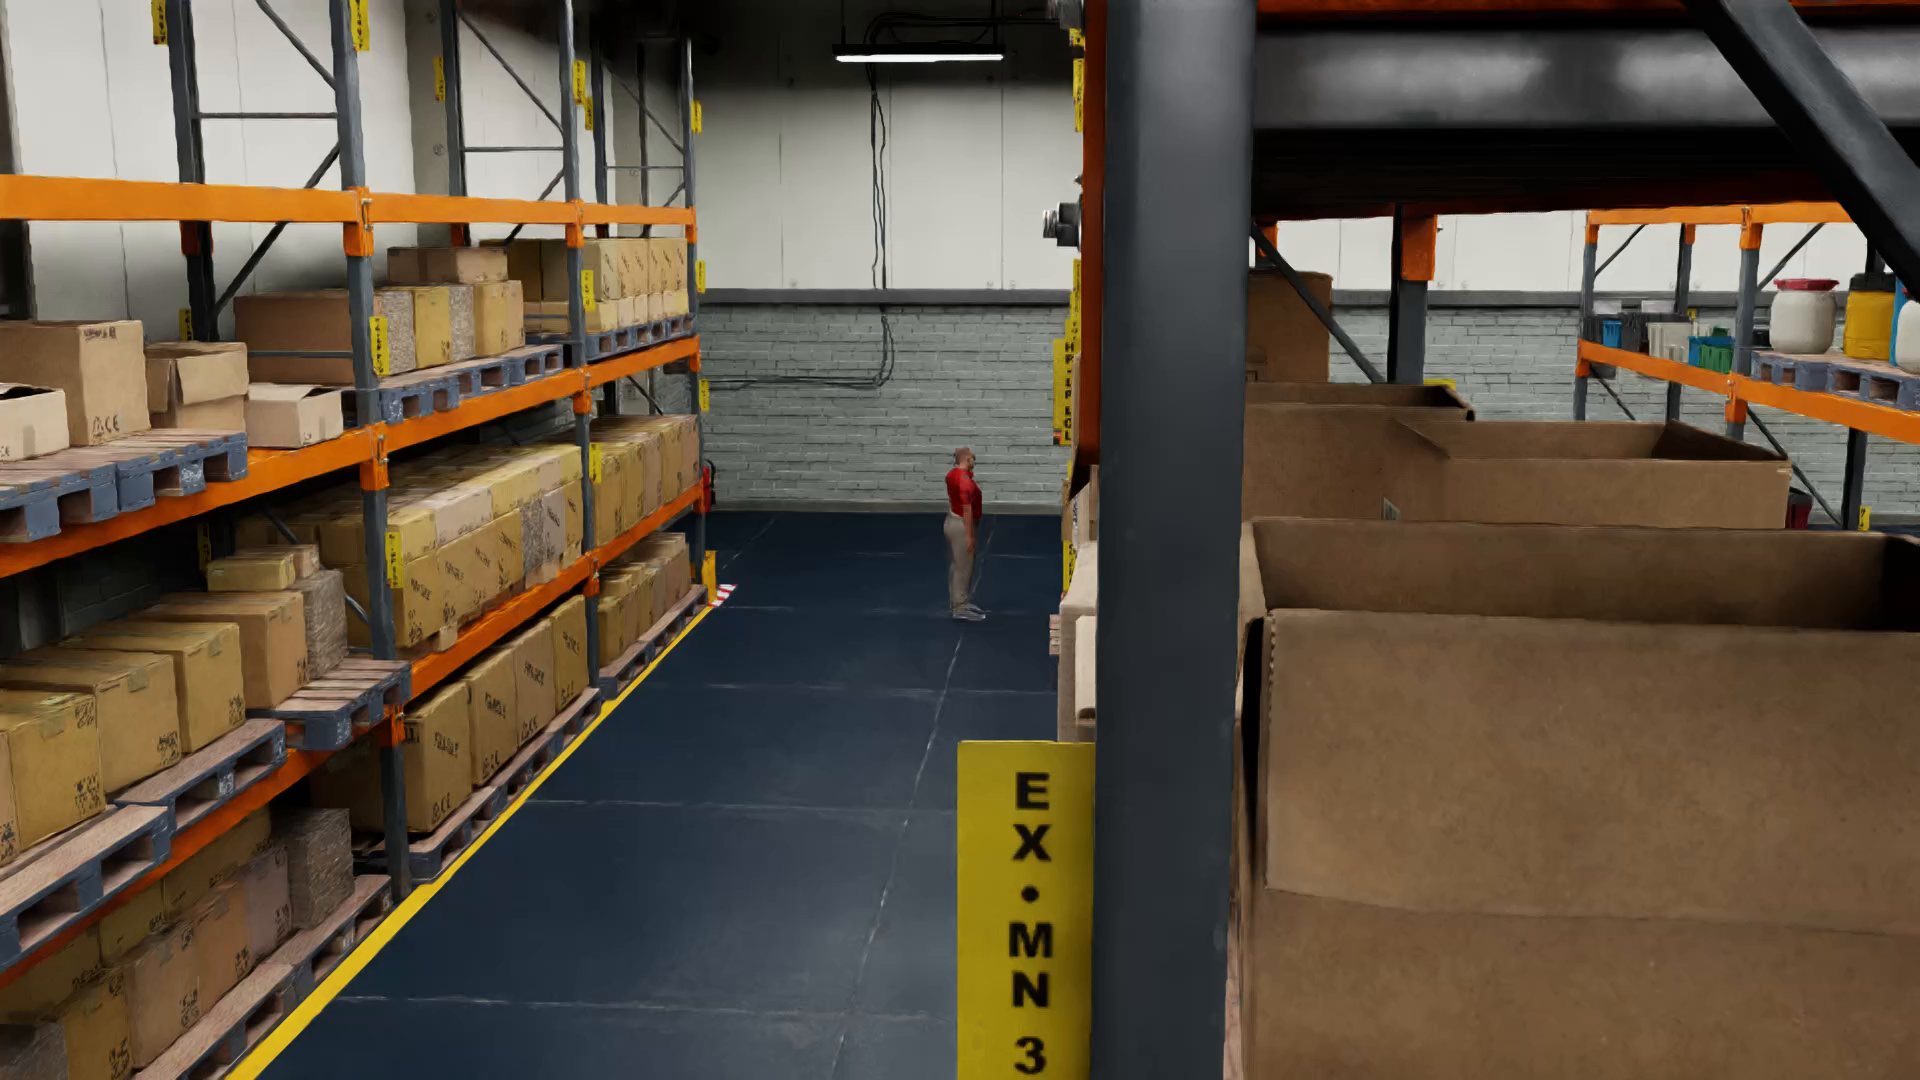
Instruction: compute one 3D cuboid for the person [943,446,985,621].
[{"bbox_3d":[0.043,-0.084,16.795,0.381,1.739,0.597,-3,11,-17],"label":"person"}]
